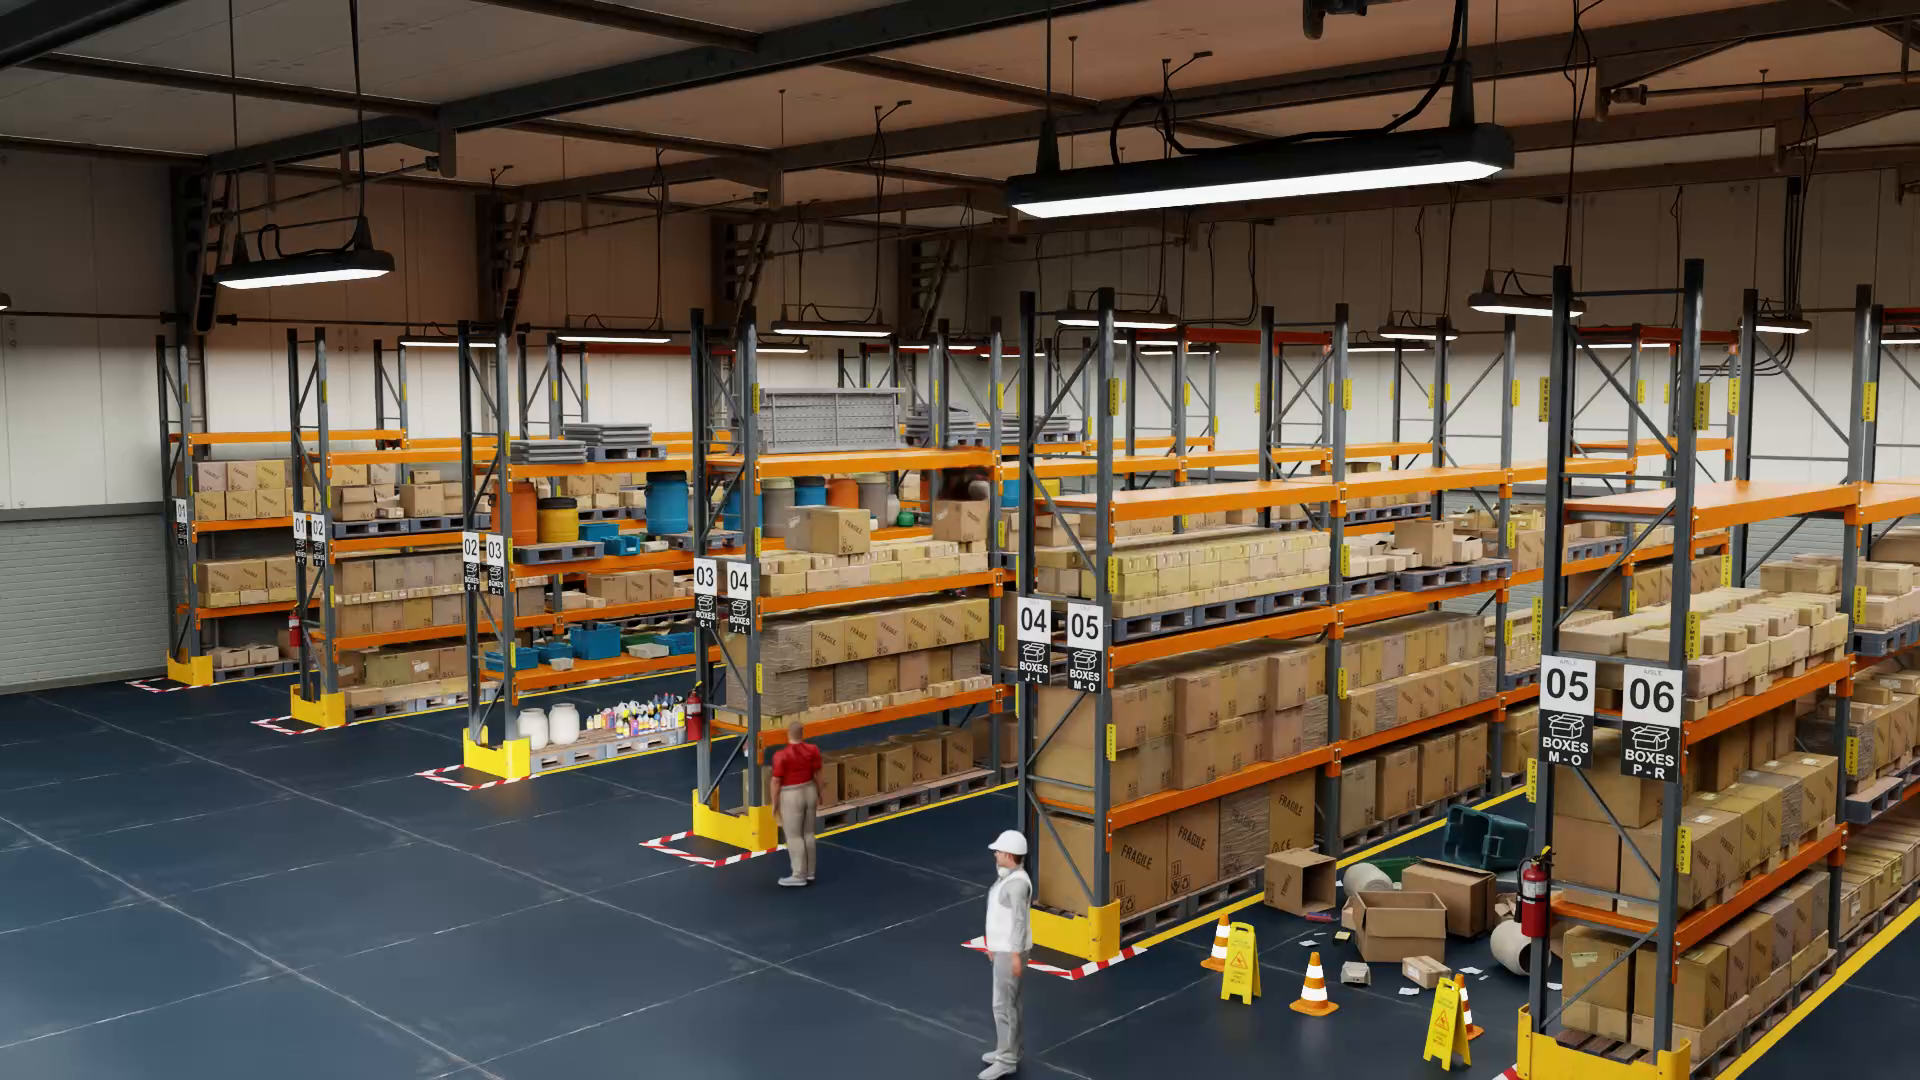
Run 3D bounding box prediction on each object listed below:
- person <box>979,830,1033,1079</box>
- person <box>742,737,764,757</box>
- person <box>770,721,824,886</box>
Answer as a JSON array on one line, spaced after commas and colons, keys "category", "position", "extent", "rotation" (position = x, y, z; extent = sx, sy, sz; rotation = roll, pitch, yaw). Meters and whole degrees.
[{"category": "person", "position": [0.341, 3.107, 12.591], "extent": [0.414, 1.800, 0.624], "rotation": [0, 5, -1]}, {"category": "person", "position": [-2.929, 2.182, 23.116], "extent": [0.511, 1.653, 0.423], "rotation": [-2, 6, -18]}, {"category": "person", "position": [-1.670, 2.709, 17.201], "extent": [0.406, 1.742, 0.671], "rotation": [5, 7, 40]}]
